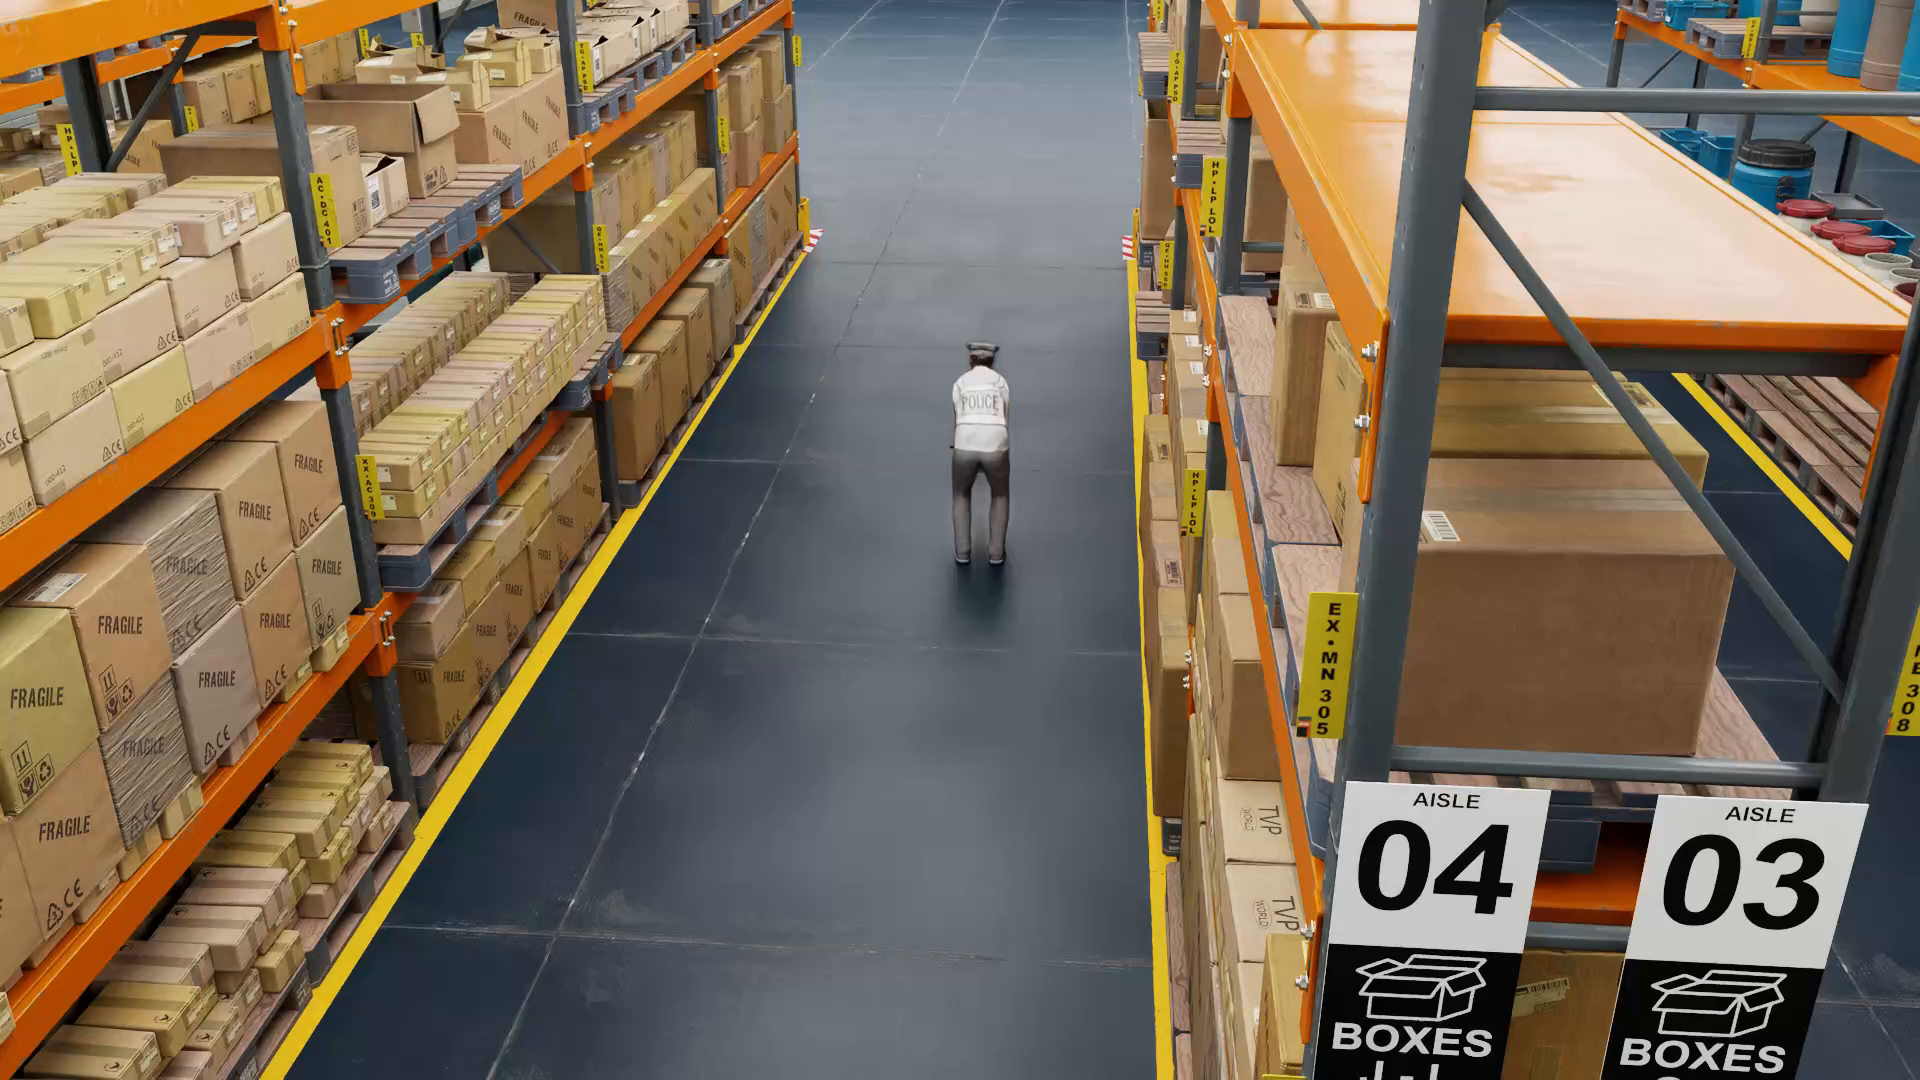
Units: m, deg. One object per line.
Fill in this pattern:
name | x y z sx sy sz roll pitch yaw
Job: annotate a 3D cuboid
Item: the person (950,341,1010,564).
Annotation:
person | 0.148 -0.610 11.565 0.412 1.466 0.779 1 25 3
